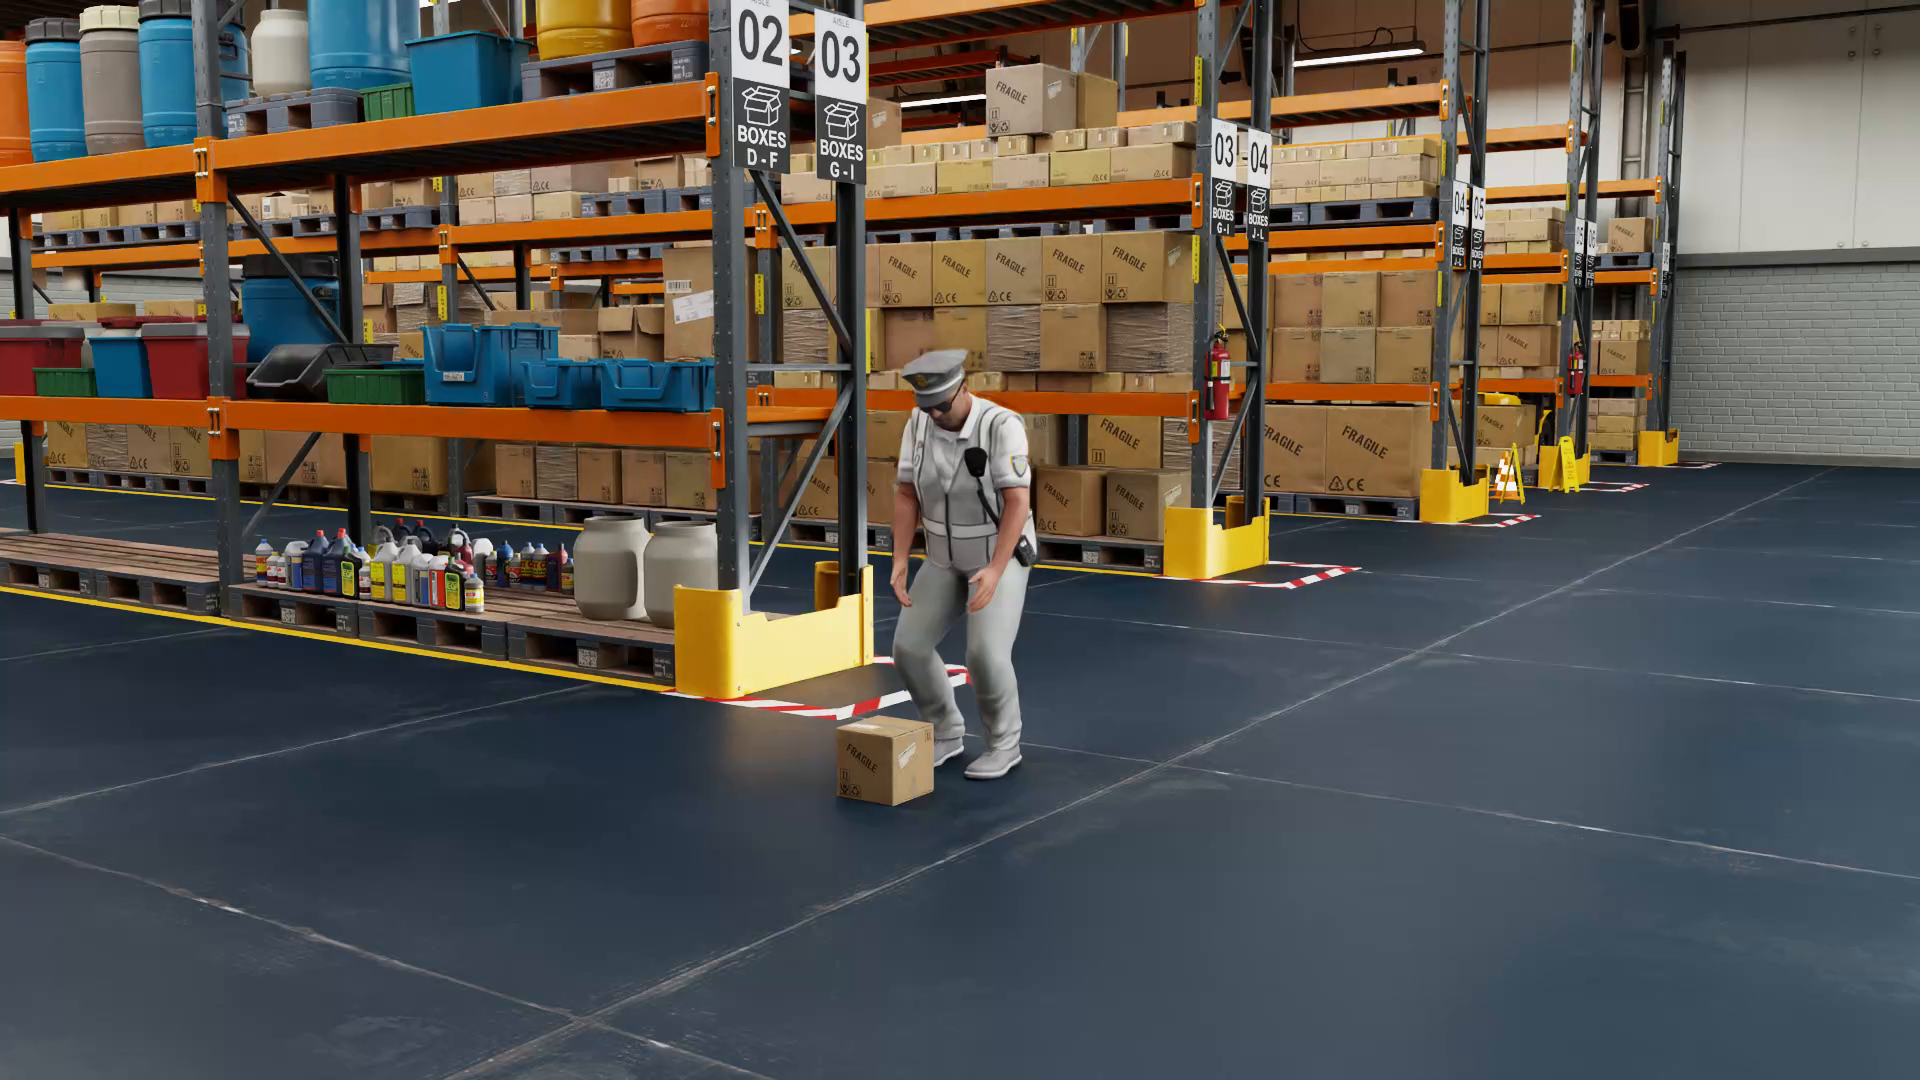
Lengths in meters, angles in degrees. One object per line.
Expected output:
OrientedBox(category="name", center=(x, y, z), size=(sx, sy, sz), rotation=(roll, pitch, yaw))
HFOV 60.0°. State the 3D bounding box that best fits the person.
OrientedBox(category="person", center=(0.025, 0.086, 6.241), size=(0.581, 1.594, 0.658), rotation=(4, 8, 34))
